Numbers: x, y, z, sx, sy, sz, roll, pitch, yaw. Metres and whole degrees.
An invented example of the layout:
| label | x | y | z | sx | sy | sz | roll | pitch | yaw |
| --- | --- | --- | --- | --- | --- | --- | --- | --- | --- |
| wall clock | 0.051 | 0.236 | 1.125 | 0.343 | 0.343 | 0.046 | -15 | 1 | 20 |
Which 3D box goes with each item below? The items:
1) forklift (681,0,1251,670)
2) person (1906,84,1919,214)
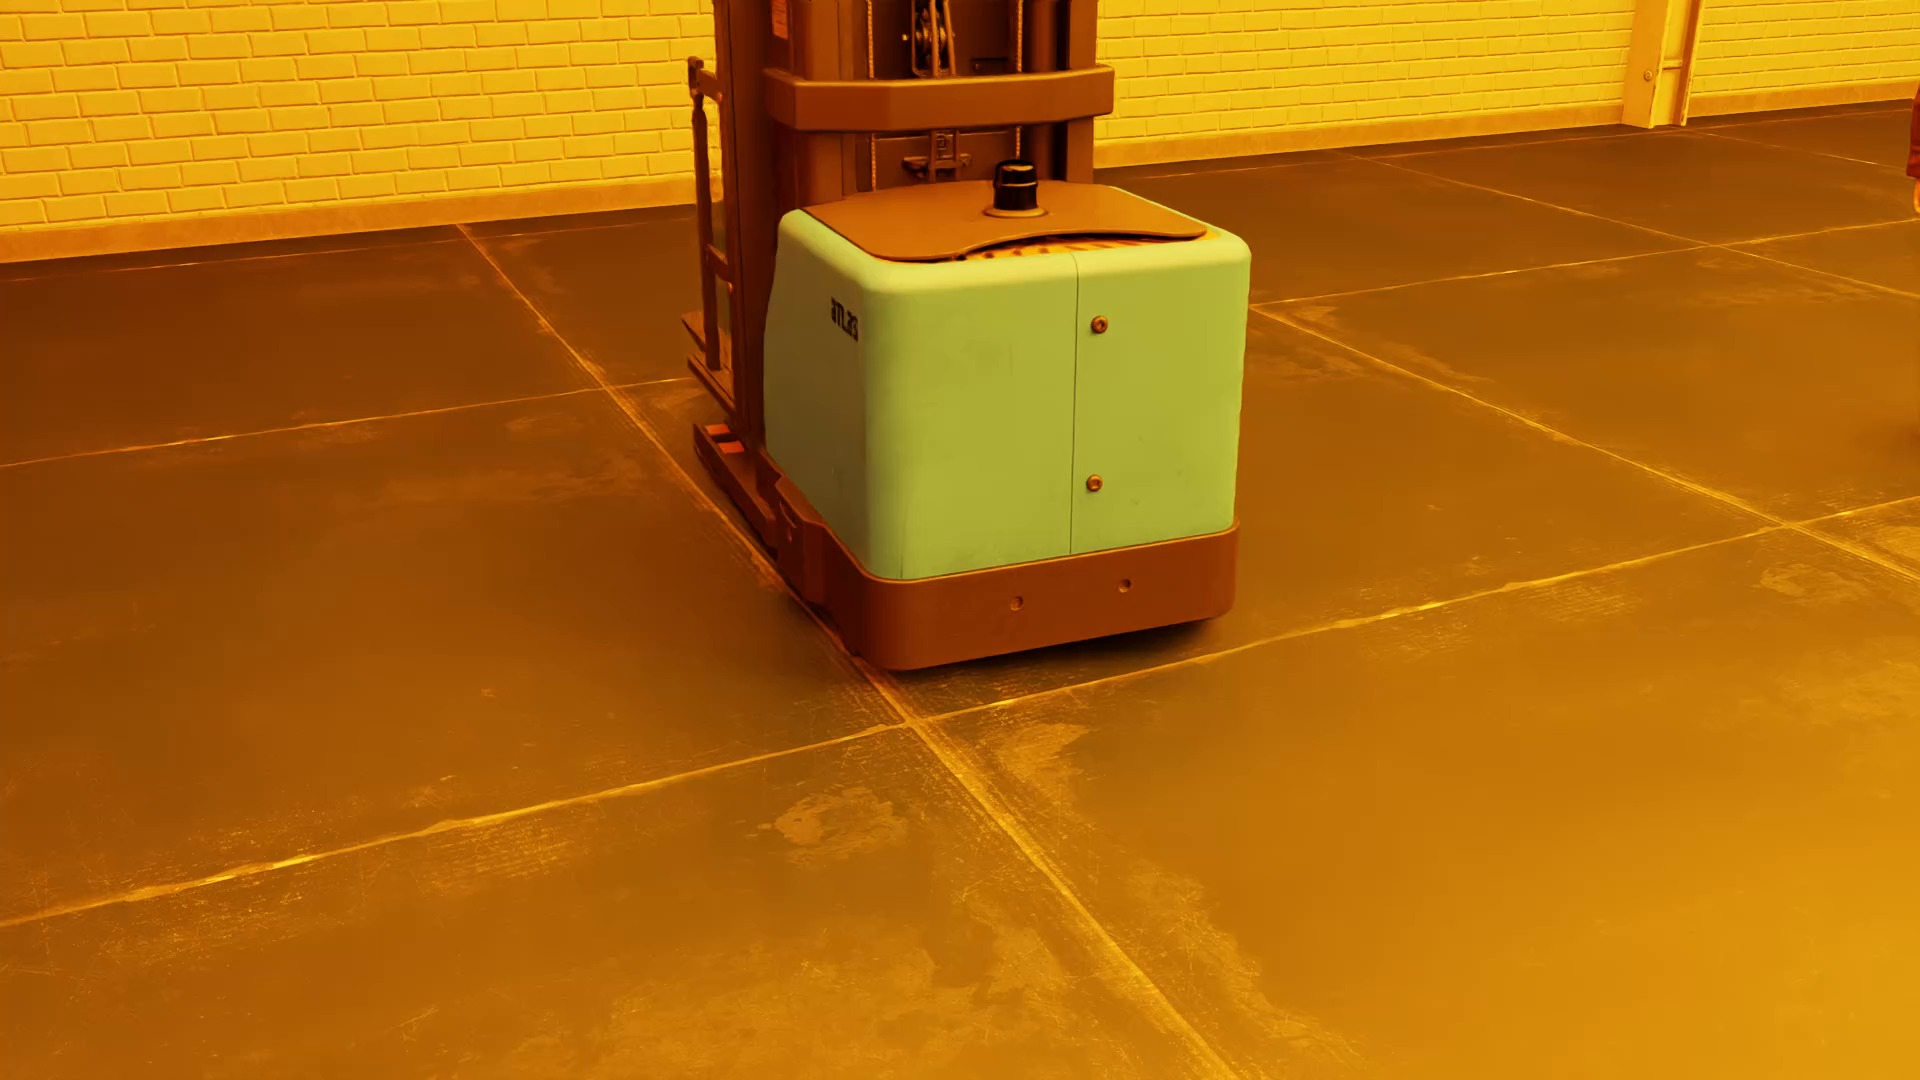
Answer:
| label | x | y | z | sx | sy | sz | roll | pitch | yaw |
| --- | --- | --- | --- | --- | --- | --- | --- | --- | --- |
| forklift | -0.263 | -1.564 | 5.052 | 1.130 | 2.935 | 3.031 | -8 | 24 | -19 |
| person | 3.608 | -1.200 | 5.661 | 0.582 | 1.775 | 0.694 | -16 | 27 | -33 |
